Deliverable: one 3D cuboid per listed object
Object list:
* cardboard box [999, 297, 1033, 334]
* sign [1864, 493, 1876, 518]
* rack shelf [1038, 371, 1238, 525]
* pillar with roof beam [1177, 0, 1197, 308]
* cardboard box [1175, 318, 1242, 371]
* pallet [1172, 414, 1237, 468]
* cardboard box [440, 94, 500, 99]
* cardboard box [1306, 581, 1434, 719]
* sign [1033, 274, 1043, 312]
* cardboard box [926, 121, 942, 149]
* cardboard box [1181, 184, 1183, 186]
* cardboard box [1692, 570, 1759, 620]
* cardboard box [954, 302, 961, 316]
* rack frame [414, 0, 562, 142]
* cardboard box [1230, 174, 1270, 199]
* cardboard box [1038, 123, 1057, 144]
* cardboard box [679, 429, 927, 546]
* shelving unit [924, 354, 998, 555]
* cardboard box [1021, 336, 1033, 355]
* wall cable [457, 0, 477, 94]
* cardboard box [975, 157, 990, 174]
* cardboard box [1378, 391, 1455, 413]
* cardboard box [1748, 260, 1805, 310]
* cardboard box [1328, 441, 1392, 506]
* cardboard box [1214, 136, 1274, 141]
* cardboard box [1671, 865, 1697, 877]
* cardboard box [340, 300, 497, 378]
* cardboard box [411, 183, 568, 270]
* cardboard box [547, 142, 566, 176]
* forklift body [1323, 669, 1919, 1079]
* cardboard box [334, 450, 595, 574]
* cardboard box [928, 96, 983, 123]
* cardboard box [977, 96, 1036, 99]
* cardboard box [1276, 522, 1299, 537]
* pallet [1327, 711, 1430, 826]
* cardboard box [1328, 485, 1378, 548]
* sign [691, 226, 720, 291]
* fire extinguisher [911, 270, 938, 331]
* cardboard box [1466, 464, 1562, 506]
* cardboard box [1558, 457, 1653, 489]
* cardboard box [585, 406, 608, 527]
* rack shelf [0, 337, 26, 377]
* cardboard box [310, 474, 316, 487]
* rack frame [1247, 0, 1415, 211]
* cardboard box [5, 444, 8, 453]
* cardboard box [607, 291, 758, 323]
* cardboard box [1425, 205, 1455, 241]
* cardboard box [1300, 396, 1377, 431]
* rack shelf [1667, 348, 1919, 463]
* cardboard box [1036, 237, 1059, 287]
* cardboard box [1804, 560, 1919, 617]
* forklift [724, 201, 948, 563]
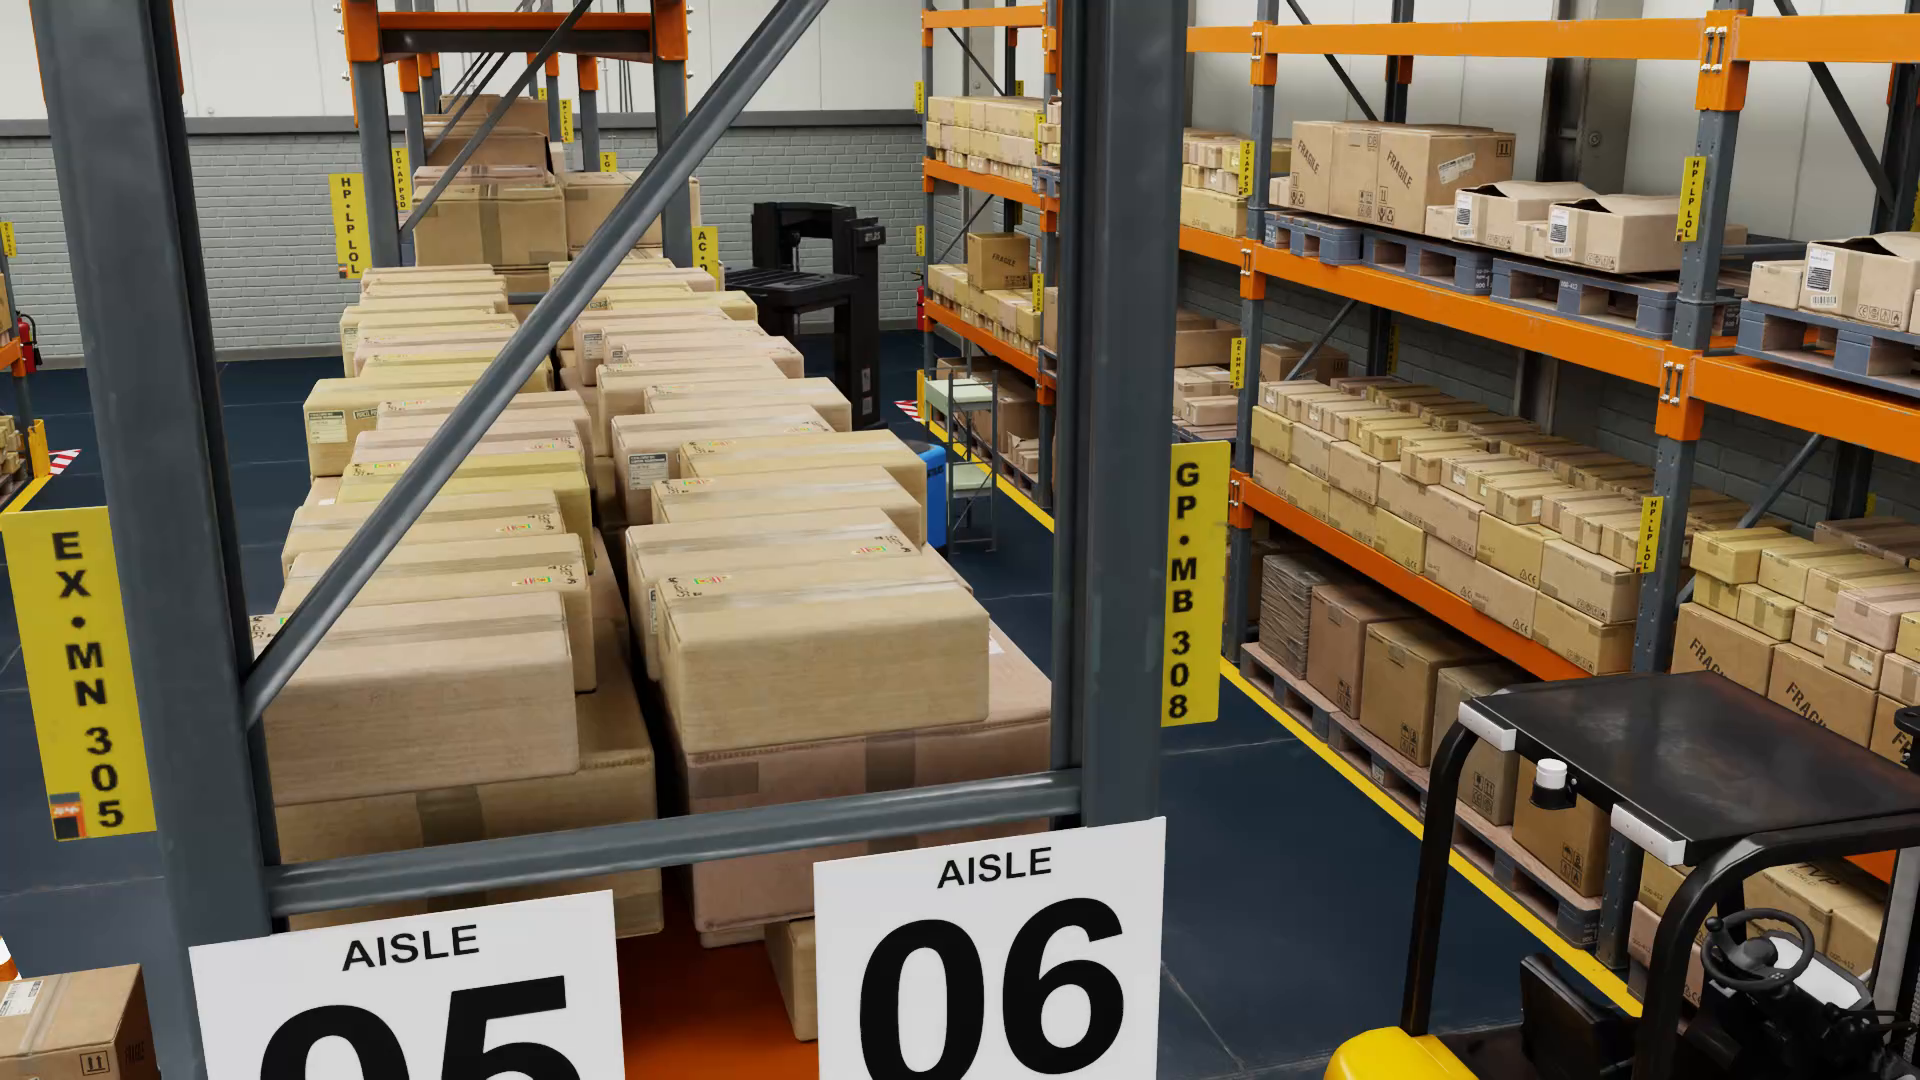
[{"bbox_3d":[0.669,-2.092,15.445,0.500,0.250,0.500,-5,17,-15],"label":"cardboard box"},{"bbox_3d":[3.928,-0.046,7.249,0.100,0.325,0.005,-5,17,-15],"label":"sign"},{"bbox_3d":[1.745,-0.864,12.866,1.077,0.370,4.000,-5,17,-15],"label":"rack shelf"},{"bbox_3d":[-2.268,-4.559,13.487,9.100,9.000,0.400,-5,17,-15],"label":"pillar with roof beam"},{"bbox_3d":[1.669,-1.343,12.300,0.797,0.503,0.637,-5,17,-17],"label":"cardboard box"},{"bbox_3d":[2.041,-0.746,11.554,1.213,0.211,1.003,-5,17,-15],"label":"pallet"},{"bbox_3d":[-4.265,-3.639,14.561,0.500,0.500,0.500,-4,17,-14],"label":"cardboard box"},{"bbox_3d":[2.640,0.634,10.025,0.875,0.625,0.625,-4,17,-13],"label":"cardboard box"},{"bbox_3d":[0.676,-2.132,14.330,0.100,0.325,0.005,-5,17,-15],"label":"sign"},{"bbox_3d":[-0.044,-4.231,17.355,0.500,0.250,0.500,-5,17,-16],"label":"cardboard box"},{"bbox_3d":[1.644,-2.421,11.843,0.500,0.250,0.500,-5,17,-15],"label":"cardboard box"},{"bbox_3d":[3.229,0.201,6.767,0.380,0.149,0.250,-5,17,-16],"label":"cardboard box"},{"bbox_3d":[0.154,-2.424,17.245,0.380,0.149,0.250,-4,17,-14],"label":"cardboard box"},{"bbox_3d":[-3.576,-4.242,12.432,1.000,3.000,0.127,-5,17,-15],"label":"rack frame"},{"bbox_3d":[1.966,-2.291,10.717,0.380,0.149,0.250,-4,17,-14],"label":"cardboard box"},{"bbox_3d":[0.856,-3.353,13.701,0.380,0.149,0.250,-4,17,-14],"label":"cardboard box"},{"bbox_3d":[-0.271,-0.080,2.840,0.380,0.149,0.250,-5,17,-15],"label":"cardboard box"},{"bbox_3d":[0.002,-0.716,13.730,0.431,1.500,0.755,-5,17,-15],"label":"shelving unit"},{"bbox_3d":[0.773,-1.780,15.102,0.380,0.149,0.250,-4,17,-14],"label":"cardboard box"},{"bbox_3d":[-6.509,-6.899,21.279,0.463,3.000,0.029,-5,17,-15],"label":"wall cable"},{"bbox_3d":[0.361,-3.578,15.872,0.380,0.149,0.250,-4,17,-14],"label":"cardboard box"},{"bbox_3d":[2.771,-0.800,10.101,0.380,0.149,0.250,-5,17,-15],"label":"cardboard box"},{"bbox_3d":[3.226,-0.966,6.274,0.380,0.149,0.250,-4,17,-14],"label":"cardboard box"},{"bbox_3d":[2.445,-0.397,9.450,0.500,0.250,0.500,-5,17,-17],"label":"cardboard box"},{"bbox_3d":[2.054,-2.823,11.974,0.380,0.149,0.250,-5,17,-16],"label":"cardboard box"},{"bbox_3d":[3.226,1.246,6.901,0.500,0.250,0.500,-5,17,-16],"label":"cardboard box"},{"bbox_3d":[-1.395,-0.523,4.315,0.380,0.149,0.250,-5,17,-16],"label":"cardboard box"},{"bbox_3d":[-1.659,-1.111,5.886,0.500,0.250,0.500,-4,17,-14],"label":"cardboard box"},{"bbox_3d":[-3.132,-2.737,12.059,0.500,0.311,0.500,-5,17,-15],"label":"cardboard box"},{"bbox_3d":[2.218,1.583,4.942,2.313,2.155,1.214,-5,17,-15],"label":"forklift body"},{"bbox_3d":[-0.797,-0.036,2.693,0.380,0.149,0.250,-5,17,-15],"label":"cardboard box"},{"bbox_3d":[-0.023,-4.473,17.288,0.500,0.250,0.500,-5,17,-16],"label":"cardboard box"},{"bbox_3d":[0.487,-4.514,17.427,0.500,0.250,0.500,-5,17,-17],"label":"cardboard box"},{"bbox_3d":[2.451,-0.139,11.689,0.380,0.149,0.250,-4,17,-12],"label":"cardboard box"},{"bbox_3d":[2.815,1.247,9.432,1.003,0.211,1.213,-5,17,-15],"label":"pallet"},{"bbox_3d":[2.464,-0.160,9.533,0.500,0.250,0.500,-5,18,-17],"label":"cardboard box"},{"bbox_3d":[-0.858,-0.885,5.572,0.100,0.325,0.005,-5,17,-15],"label":"sign"},{"bbox_3d":[-0.388,-2.657,18.366,0.296,0.674,0.183,-5,17,-15],"label":"fire extinguisher"},{"bbox_3d":[2.770,-0.266,8.323,0.380,0.149,0.250,-5,17,-17],"label":"cardboard box"},{"bbox_3d":[3.279,-0.309,8.467,0.380,0.149,0.250,-5,17,-15],"label":"cardboard box"},{"bbox_3d":[-0.577,-0.141,3.737,0.500,0.250,0.500,-4,17,-14],"label":"cardboard box"},{"bbox_3d":[-8.857,-1.158,13.844,1.077,0.370,4.000,-5,17,-15],"label":"rack shelf"},{"bbox_3d":[-1.103,-0.099,3.596,0.500,0.250,0.500,-5,17,-15],"label":"cardboard box"},{"bbox_3d":[2.295,-3.529,10.058,1.000,3.000,0.127,-5,17,-15],"label":"rack frame"},{"bbox_3d":[-8.967,-0.834,15.223,0.380,0.149,0.250,-5,17,-17],"label":"cardboard box"},{"bbox_3d":[-0.752,-0.577,4.496,0.380,0.149,0.250,-4,17,-14],"label":"cardboard box"},{"bbox_3d":[2.588,-1.608,8.410,0.380,0.149,0.250,-5,17,-16],"label":"cardboard box"},{"bbox_3d":[2.269,-0.760,9.967,0.380,0.149,0.250,-4,17,-14],"label":"cardboard box"},{"bbox_3d":[3.944,-0.088,5.068,1.077,0.370,4.000,-5,17,-15],"label":"rack shelf"},{"bbox_3d":[1.042,-2.625,15.917,0.500,0.500,0.500,-5,17,-17],"label":"cardboard box"},{"bbox_3d":[3.434,0.196,6.266,0.380,0.149,0.250,-5,17,-16],"label":"cardboard box"},{"bbox_3d":[-1.292,-0.802,11.528,1.130,2.935,3.031,10,19,30],"label":"forklift"}]
